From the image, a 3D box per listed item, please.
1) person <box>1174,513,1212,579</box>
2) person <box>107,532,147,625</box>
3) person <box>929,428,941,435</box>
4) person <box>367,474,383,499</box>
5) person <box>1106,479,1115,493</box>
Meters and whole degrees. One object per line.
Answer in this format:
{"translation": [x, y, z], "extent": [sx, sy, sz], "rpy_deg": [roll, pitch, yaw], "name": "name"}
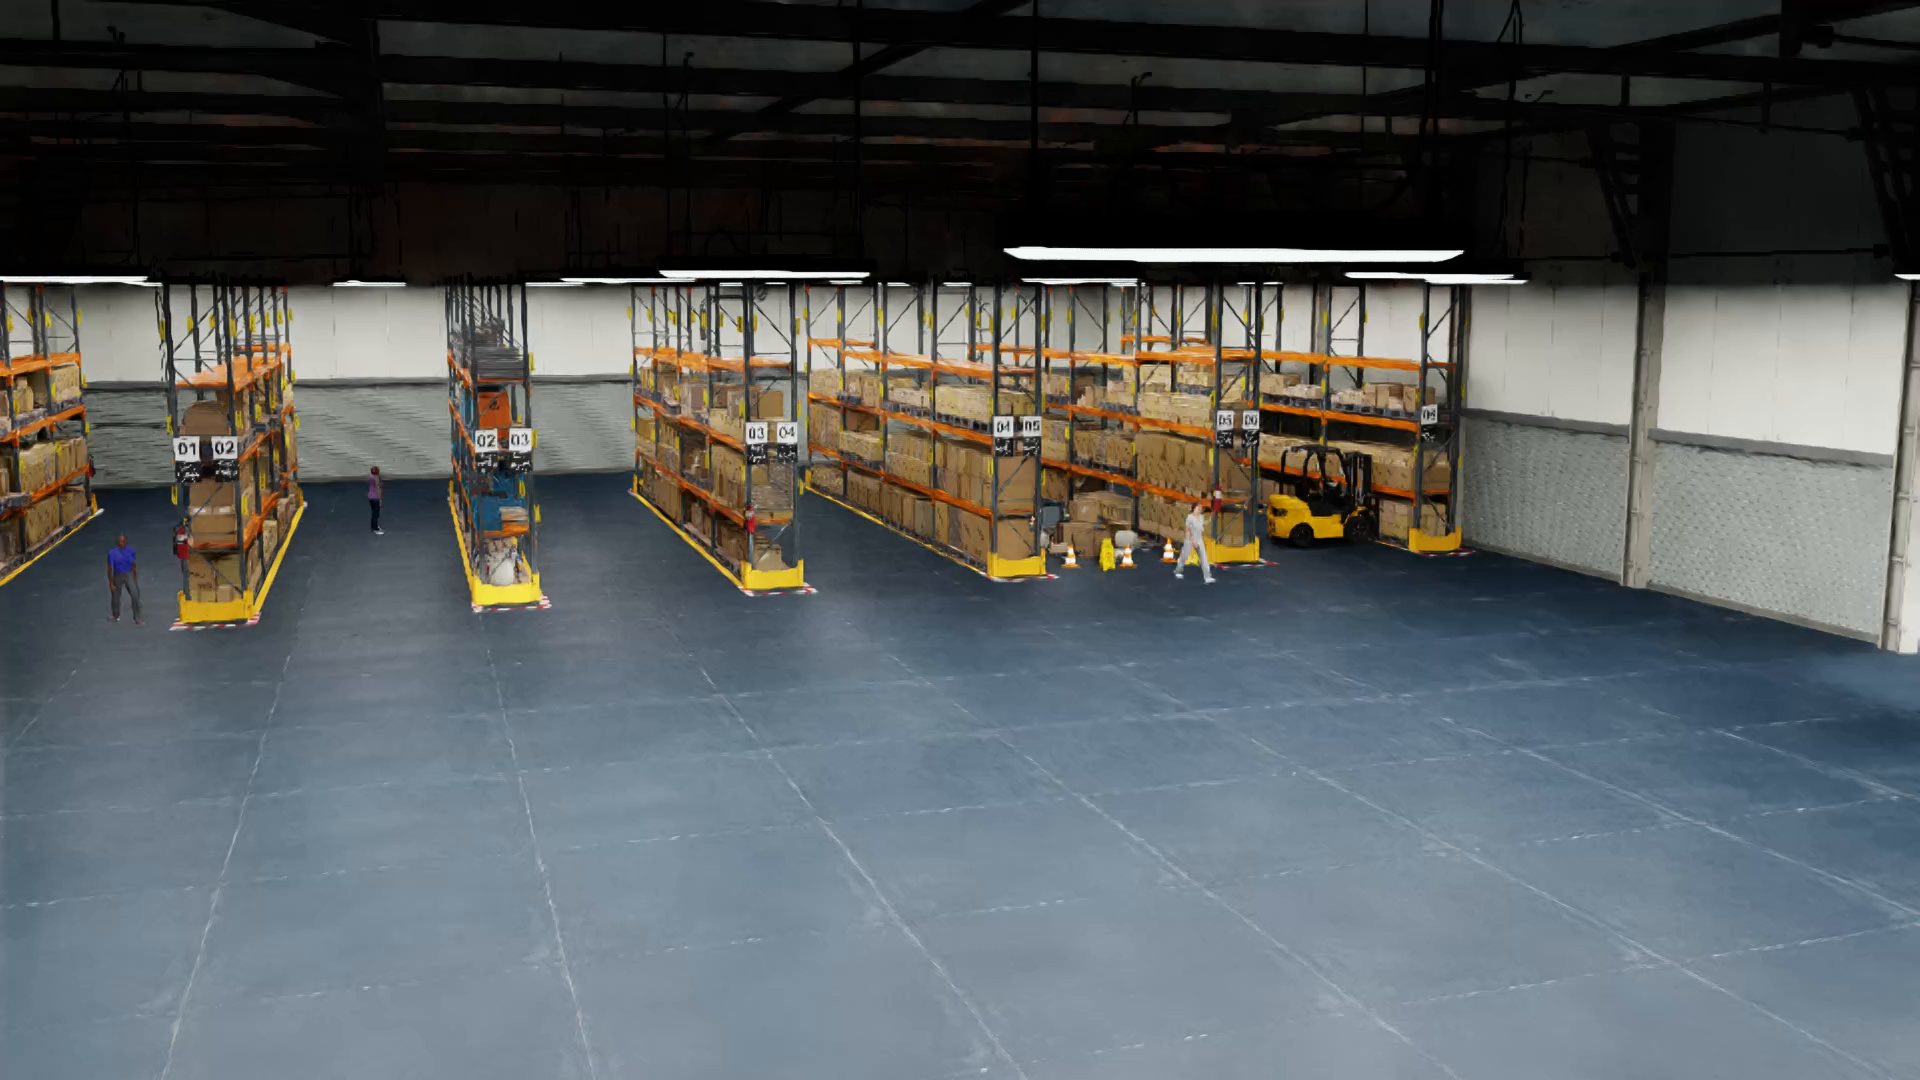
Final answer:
{"translation": [4.565, 0.096, 32.683], "extent": [0.461, 1.297, 0.935], "rpy_deg": [-4, 10, -27], "name": "person"}
{"translation": [-14.337, 0.652, 28.484], "extent": [0.494, 1.600, 0.941], "rpy_deg": [-7, 11, -37], "name": "person"}
{"translation": [-0.750, -2.604, 49.555], "extent": [0.540, 1.742, 0.635], "rpy_deg": [-6, 10, -34], "name": "person"}
{"translation": [-13.713, -1.250, 38.976], "extent": [0.462, 0.576, 0.323], "rpy_deg": [8, 12, 44], "name": "person"}
{"translation": [4.045, -1.843, 45.623], "extent": [0.454, 1.380, 0.443], "rpy_deg": [2, 9, 12], "name": "person"}
